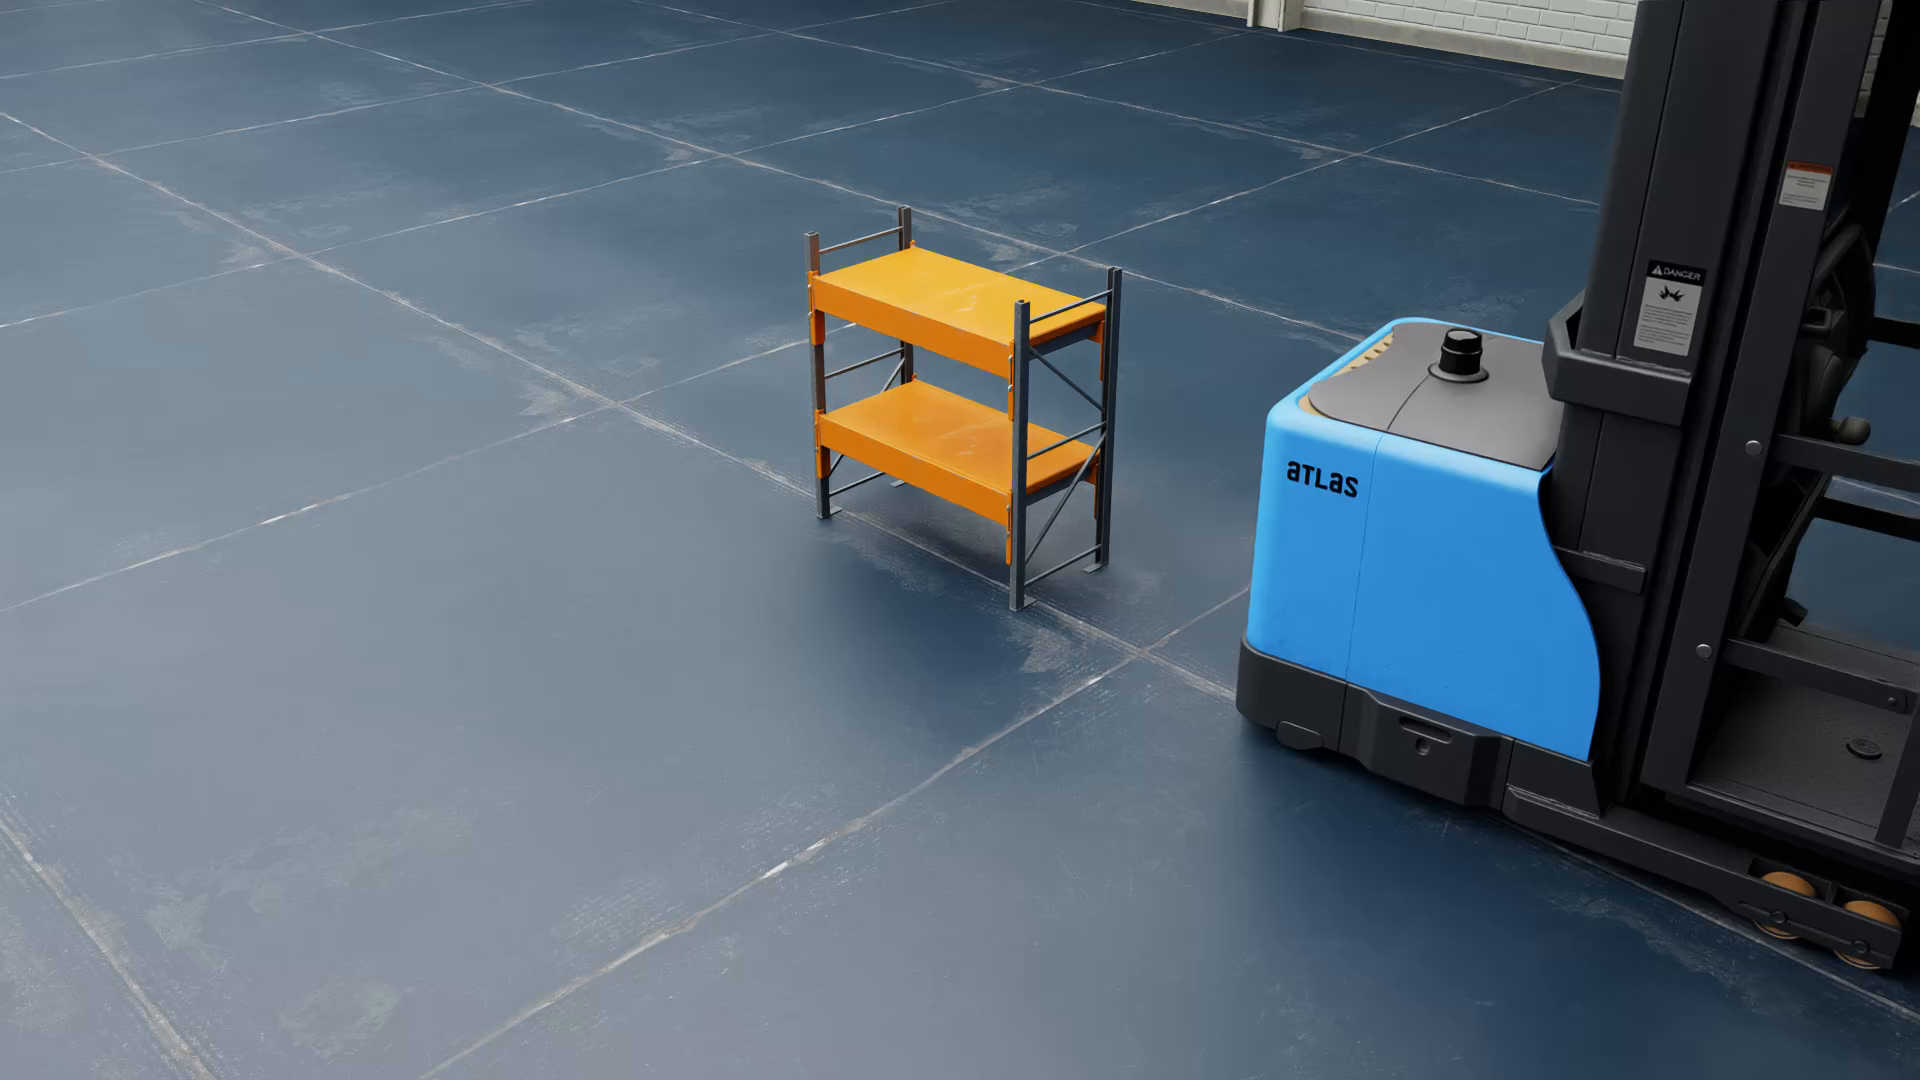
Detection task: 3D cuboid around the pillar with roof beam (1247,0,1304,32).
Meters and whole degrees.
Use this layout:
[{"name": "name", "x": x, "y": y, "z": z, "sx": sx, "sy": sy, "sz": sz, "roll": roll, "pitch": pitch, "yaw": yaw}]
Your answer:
[{"name": "pillar with roof beam", "x": -0.156, "y": -7.232, "z": 10.334, "sx": 0.400, "sy": 9.000, "sz": 9.100, "roll": 25, "pitch": 36, "yaw": 38}]

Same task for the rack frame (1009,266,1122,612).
[{"name": "rack frame", "x": 0.358, "y": -0.334, "z": 5.677, "sx": 0.032, "sy": 1.125, "sz": 0.500, "roll": 25, "pitch": 36, "yaw": 38}]

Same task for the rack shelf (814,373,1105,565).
[{"name": "rack shelf", "x": -0.005, "y": -0.284, "z": 6.106, "sx": 1.000, "sy": 0.278, "sz": 0.538, "roll": 25, "pitch": 36, "yaw": 38}]

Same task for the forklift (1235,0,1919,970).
[{"name": "forklift", "x": 2.344, "y": -0.498, "z": 4.048, "sx": 3.031, "sy": 2.935, "sz": 1.130, "roll": 18, "pitch": 33, "yaw": 31}]

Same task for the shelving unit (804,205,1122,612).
[{"name": "shelving unit", "x": -0.005, "y": -0.500, "z": 5.992, "sx": 1.048, "sy": 1.125, "sz": 0.538, "roll": 25, "pitch": 36, "yaw": 38}]

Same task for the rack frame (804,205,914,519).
[{"name": "rack frame", "x": -0.367, "y": -0.666, "z": 6.308, "sx": 0.032, "sy": 1.125, "sz": 0.500, "roll": 25, "pitch": 36, "yaw": 38}]

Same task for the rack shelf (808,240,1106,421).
[{"name": "rack shelf", "x": -0.005, "y": -0.759, "z": 5.856, "sx": 1.000, "sy": 0.278, "sz": 0.538, "roll": 25, "pitch": 36, "yaw": 38}]
